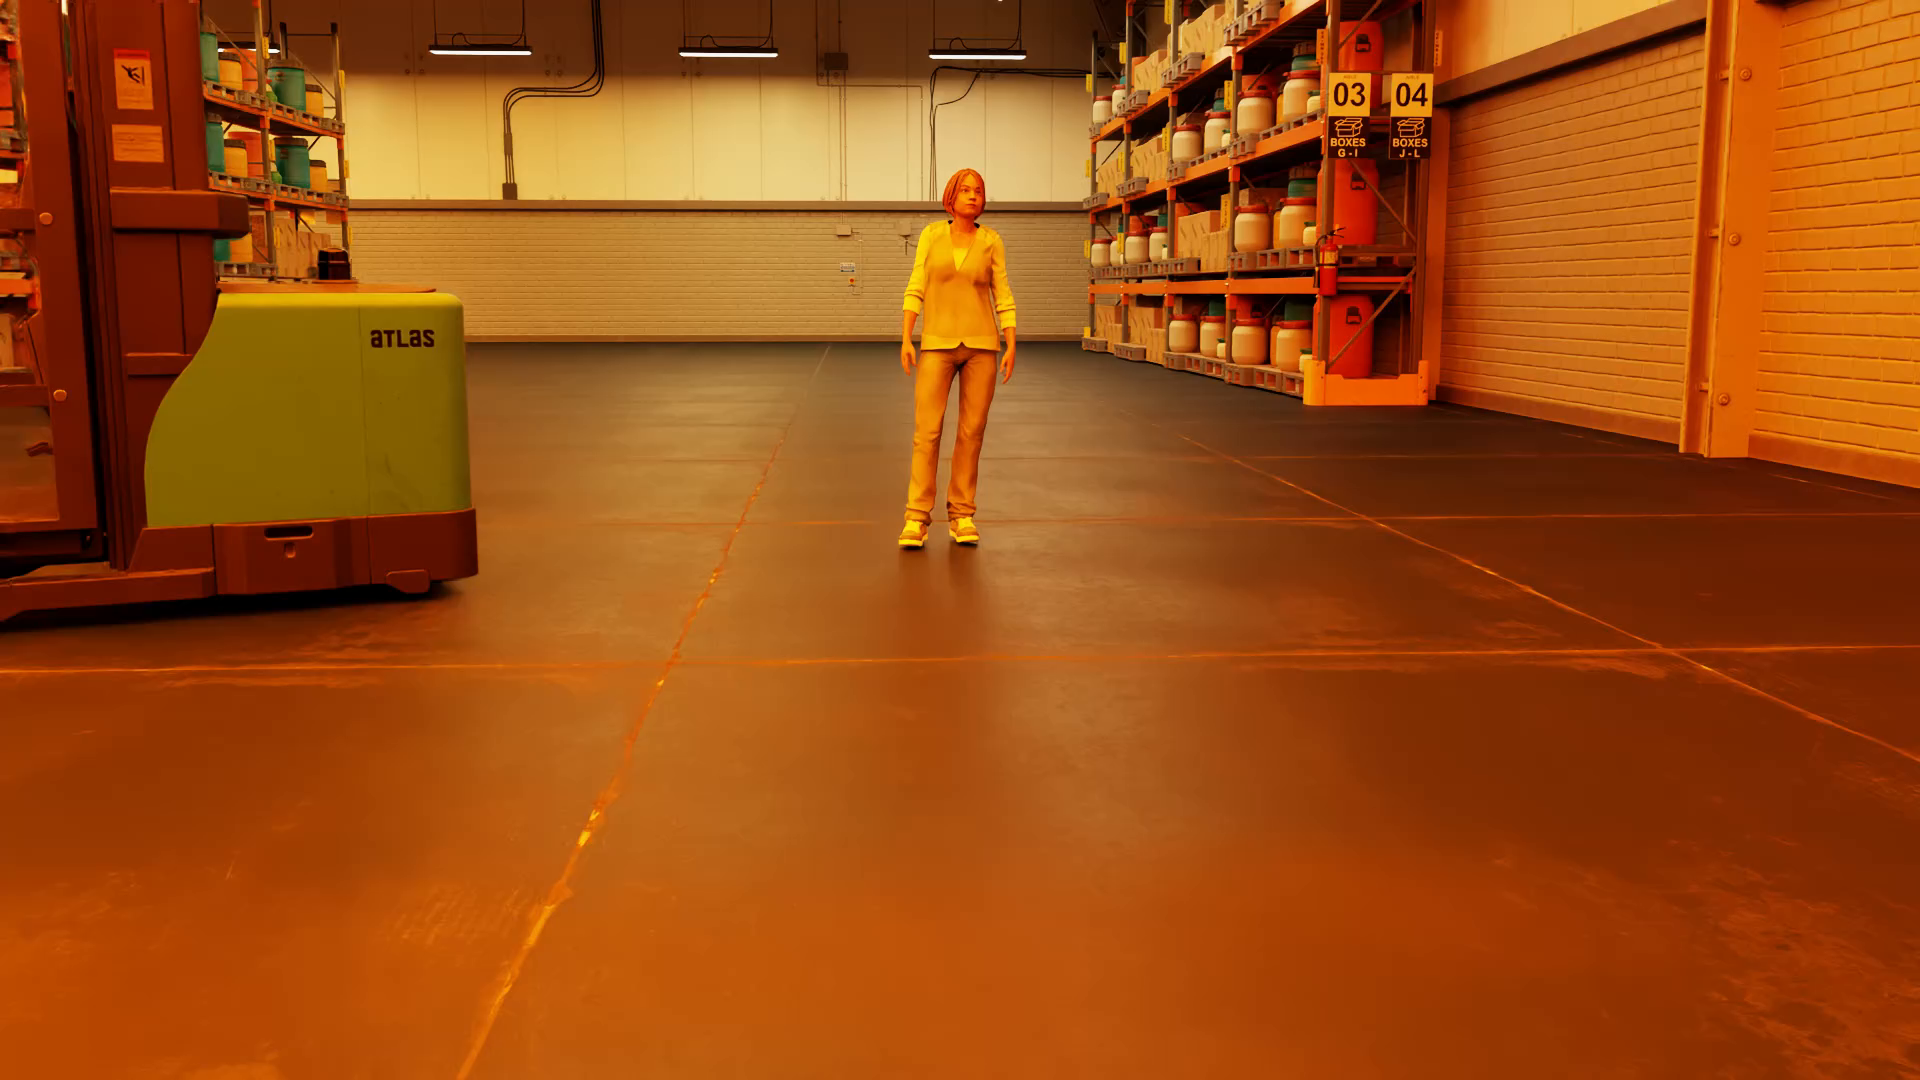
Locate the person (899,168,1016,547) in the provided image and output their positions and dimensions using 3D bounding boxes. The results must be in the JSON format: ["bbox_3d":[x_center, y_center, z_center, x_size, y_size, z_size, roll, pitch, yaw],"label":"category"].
[{"bbox_3d":[-0.010,-0.786,7.118,0.520,1.597,0.475,-1,8,-4],"label":"person"}]

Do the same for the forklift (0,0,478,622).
[{"bbox_3d":[-3.295,-1.221,5.556,3.031,2.935,1.130,-4,9,-25],"label":"forklift"}]
